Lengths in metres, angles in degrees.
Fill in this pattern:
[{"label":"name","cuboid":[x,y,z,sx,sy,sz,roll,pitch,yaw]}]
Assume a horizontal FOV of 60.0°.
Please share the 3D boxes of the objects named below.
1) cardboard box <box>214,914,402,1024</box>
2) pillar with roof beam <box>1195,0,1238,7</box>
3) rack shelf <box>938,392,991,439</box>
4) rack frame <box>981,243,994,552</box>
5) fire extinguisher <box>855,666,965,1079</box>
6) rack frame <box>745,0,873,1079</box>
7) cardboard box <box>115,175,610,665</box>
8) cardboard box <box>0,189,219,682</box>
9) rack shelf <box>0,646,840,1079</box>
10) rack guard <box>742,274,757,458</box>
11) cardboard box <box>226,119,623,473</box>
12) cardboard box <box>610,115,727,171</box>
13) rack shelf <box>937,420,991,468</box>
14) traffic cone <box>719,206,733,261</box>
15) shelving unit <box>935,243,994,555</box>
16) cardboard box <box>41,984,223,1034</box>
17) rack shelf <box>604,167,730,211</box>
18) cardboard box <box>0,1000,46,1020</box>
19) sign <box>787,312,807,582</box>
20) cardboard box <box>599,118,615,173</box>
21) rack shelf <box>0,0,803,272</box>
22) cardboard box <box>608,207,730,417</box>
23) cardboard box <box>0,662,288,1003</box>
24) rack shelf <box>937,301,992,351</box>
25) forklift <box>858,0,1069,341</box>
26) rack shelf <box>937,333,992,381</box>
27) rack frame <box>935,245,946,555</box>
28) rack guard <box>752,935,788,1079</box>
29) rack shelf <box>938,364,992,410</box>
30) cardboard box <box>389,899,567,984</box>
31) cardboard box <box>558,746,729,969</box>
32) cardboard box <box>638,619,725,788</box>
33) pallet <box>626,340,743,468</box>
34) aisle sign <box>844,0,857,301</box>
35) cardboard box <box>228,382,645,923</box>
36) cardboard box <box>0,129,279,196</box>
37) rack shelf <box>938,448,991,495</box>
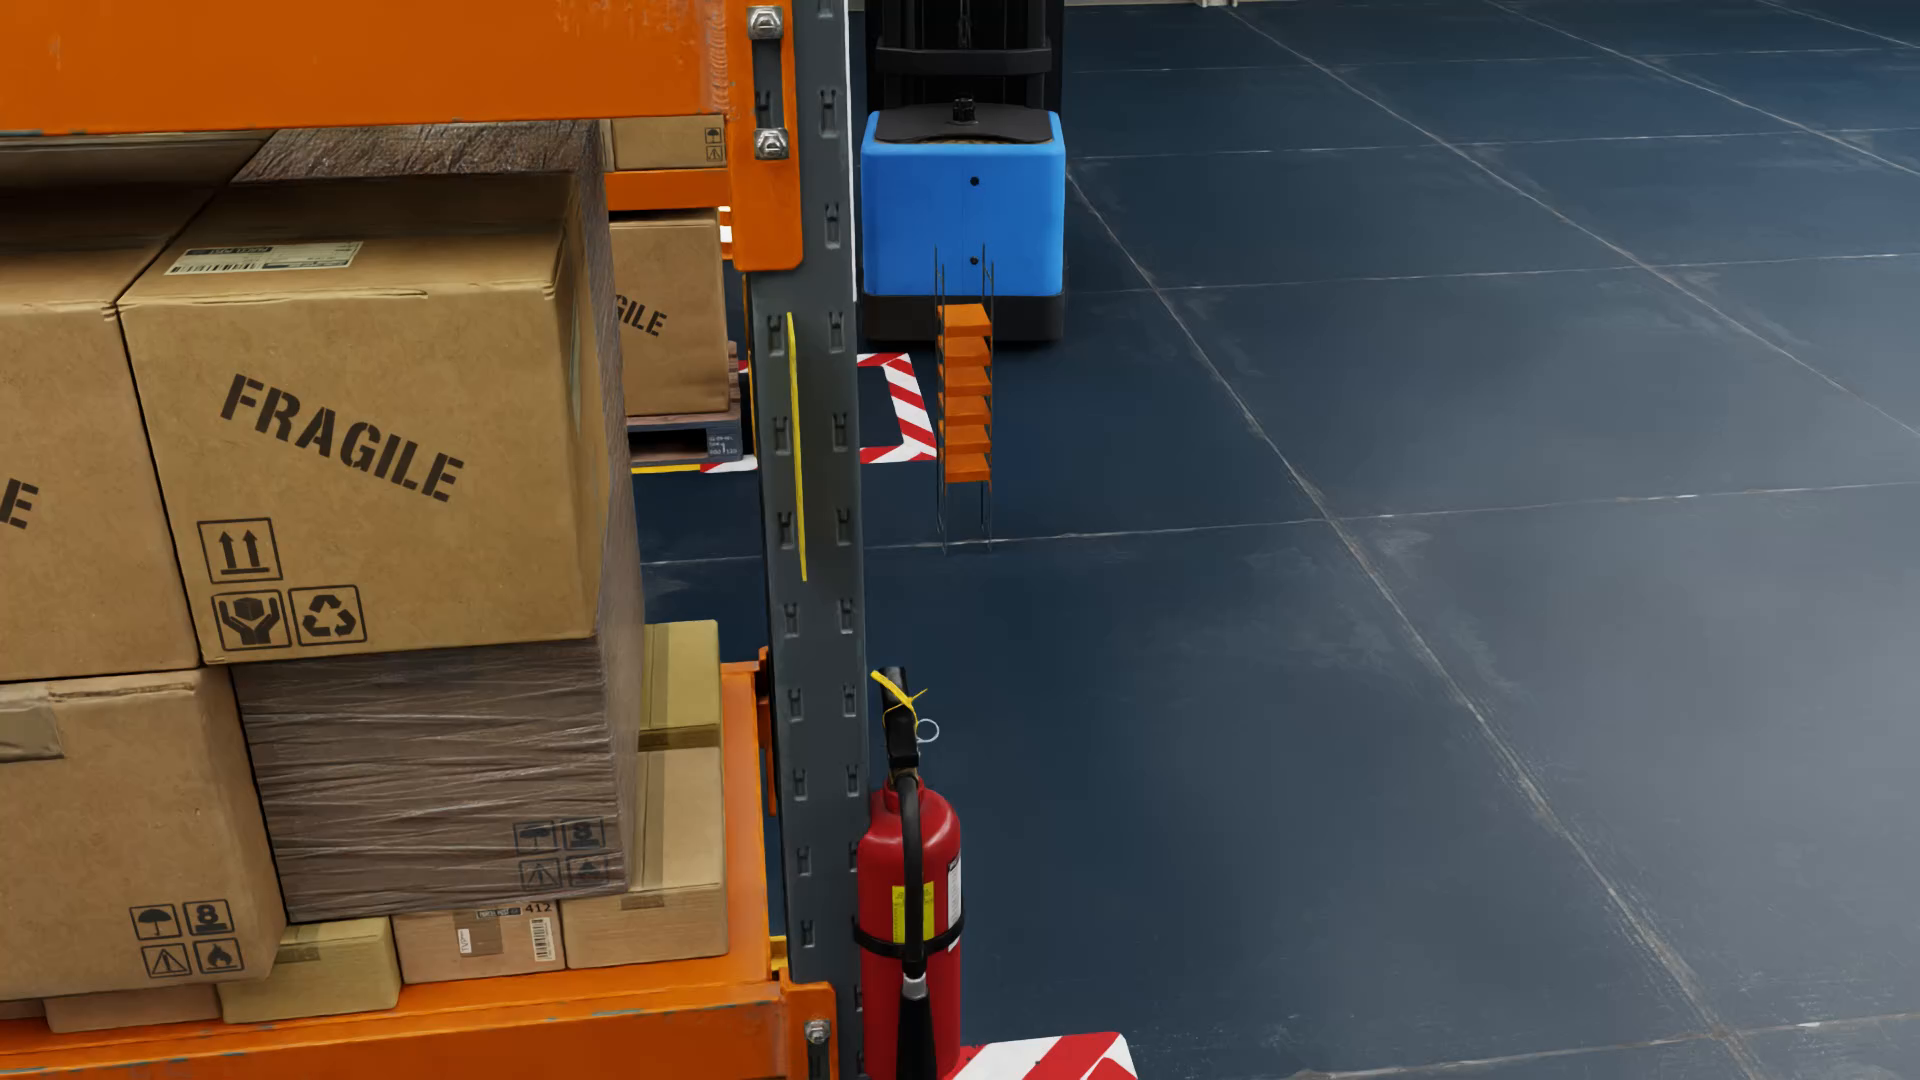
[{"label":"cardboard box","cuboid":[-1.002,0.569,2.631,0.250,0.149,0.380,-4,27,-7]},{"label":"pillar with roof beam","cuboid":[3.390,-7.901,12.291,0.400,9.000,9.100,-4,27,-7]},{"label":"rack shelf","cuboid":[0.014,-0.495,6.498,0.180,0.103,0.258,-4,27,-7]},{"label":"rack frame","cuboid":[0.105,-0.541,6.489,0.006,1.200,0.240,-4,27,-7]},{"label":"fire extinguisher","cuboid":[-0.083,0.526,2.524,0.183,0.674,0.296,-4,27,-7]},{"label":"rack frame","cuboid":[-0.261,0.289,2.901,0.053,2.616,0.949,-4,27,-7]},{"label":"cardboard box","cuboid":[-0.771,-0.184,2.293,0.500,0.500,0.500,-4,27,-7]},{"label":"cardboard box","cuboid":[-1.265,-0.150,2.226,0.500,0.500,0.500,-4,27,-7]},{"label":"rack shelf","cuboid":[-2.241,0.738,2.814,4.000,0.370,1.077,-4,27,-7]},{"label":"rack guard","cuboid":[-0.828,-0.848,7.854,0.348,0.500,1.175,-4,27,-7]},{"label":"cardboard box","cuboid":[-0.843,-0.419,2.751,0.500,0.500,0.500,-4,27,-7]},{"label":"cardboard box","cuboid":[-1.212,-1.981,7.160,0.550,0.550,0.875,-4,27,-7]},{"label":"rack shelf","cuboid":[0.014,-0.388,6.553,0.180,0.103,0.258,-4,27,-7]},{"label":"traffic cone","cuboid":[-1.396,-1.970,10.083,0.334,0.463,0.336,-4,27,-7]},{"label":"shelving unit","cuboid":[0.014,-0.535,6.478,0.189,1.200,0.258,-4,27,-7]},{"label":"cardboard box","cuboid":[-1.252,0.577,2.614,0.250,0.149,0.380,-4,27,-7]},{"label":"rack shelf","cuboid":[-2.832,-1.511,7.197,4.000,0.370,1.077,-4,27,-7]},{"label":"cardboard box","cuboid":[-1.505,0.575,2.620,0.250,0.149,0.380,-4,27,-7]},{"label":"sign","cuboid":[-0.203,-0.113,2.070,0.005,0.325,0.100,-4,27,-7]},{"label":"cardboard box","cuboid":[-1.754,-1.936,7.073,0.550,0.550,0.875,-4,27,-7]},{"label":"rack shelf","cuboid":[-2.241,-0.597,2.130,4.000,0.370,1.077,-4,27,-7]},{"label":"cardboard box","cuboid":[-1.514,-1.127,7.527,0.875,0.875,0.875,-4,27,-7]},{"label":"cardboard box","cuboid":[-1.287,0.222,2.596,0.500,0.500,0.875,-4,27,-7]},{"label":"rack shelf","cuboid":[0.014,-0.816,6.334,0.180,0.103,0.258,-4,27,-7]},{"label":"forklift","cuboid":[0.026,-2.961,9.311,1.130,2.935,3.031,0,27,0]},{"label":"rack shelf","cuboid":[0.014,-0.709,6.389,0.180,0.103,0.258,-4,27,-7]},{"label":"rack frame","cuboid":[-0.076,-0.529,6.467,0.006,1.200,0.240,-4,27,-7]},{"label":"rack guard","cuboid":[-0.336,1.408,3.459,0.348,0.500,1.175,-4,27,-7]},{"label":"rack shelf","cuboid":[0.014,-0.602,6.443,0.180,0.103,0.258,-4,27,-7]},{"label":"cardboard box","cuboid":[-0.761,0.529,2.708,0.250,0.149,0.380,-4,27,-7]},{"label":"cardboard box","cuboid":[-0.514,0.514,2.738,0.250,0.149,0.380,-4,27,-7]},{"label":"cardboard box","cuboid":[-0.576,0.313,3.130,0.250,0.149,0.380,-4,27,-7]},{"label":"pallet","cuboid":[-1.632,-0.631,7.749,1.213,0.211,1.003,-4,27,-7]},{"label":"aisle sign","cuboid":[-0.157,-0.734,2.048,0.004,0.787,0.394,-4,27,-7]},{"label":"cardboard box","cuboid":[-0.809,0.136,2.763,0.500,0.500,0.875,-4,27,-7]},{"label":"cardboard box","cuboid":[-1.339,-0.391,2.695,0.500,0.500,0.500,-4,27,-7]},{"label":"rack shelf","cuboid":[0.014,-0.282,6.608,0.180,0.103,0.258,-4,27,-7]}]
